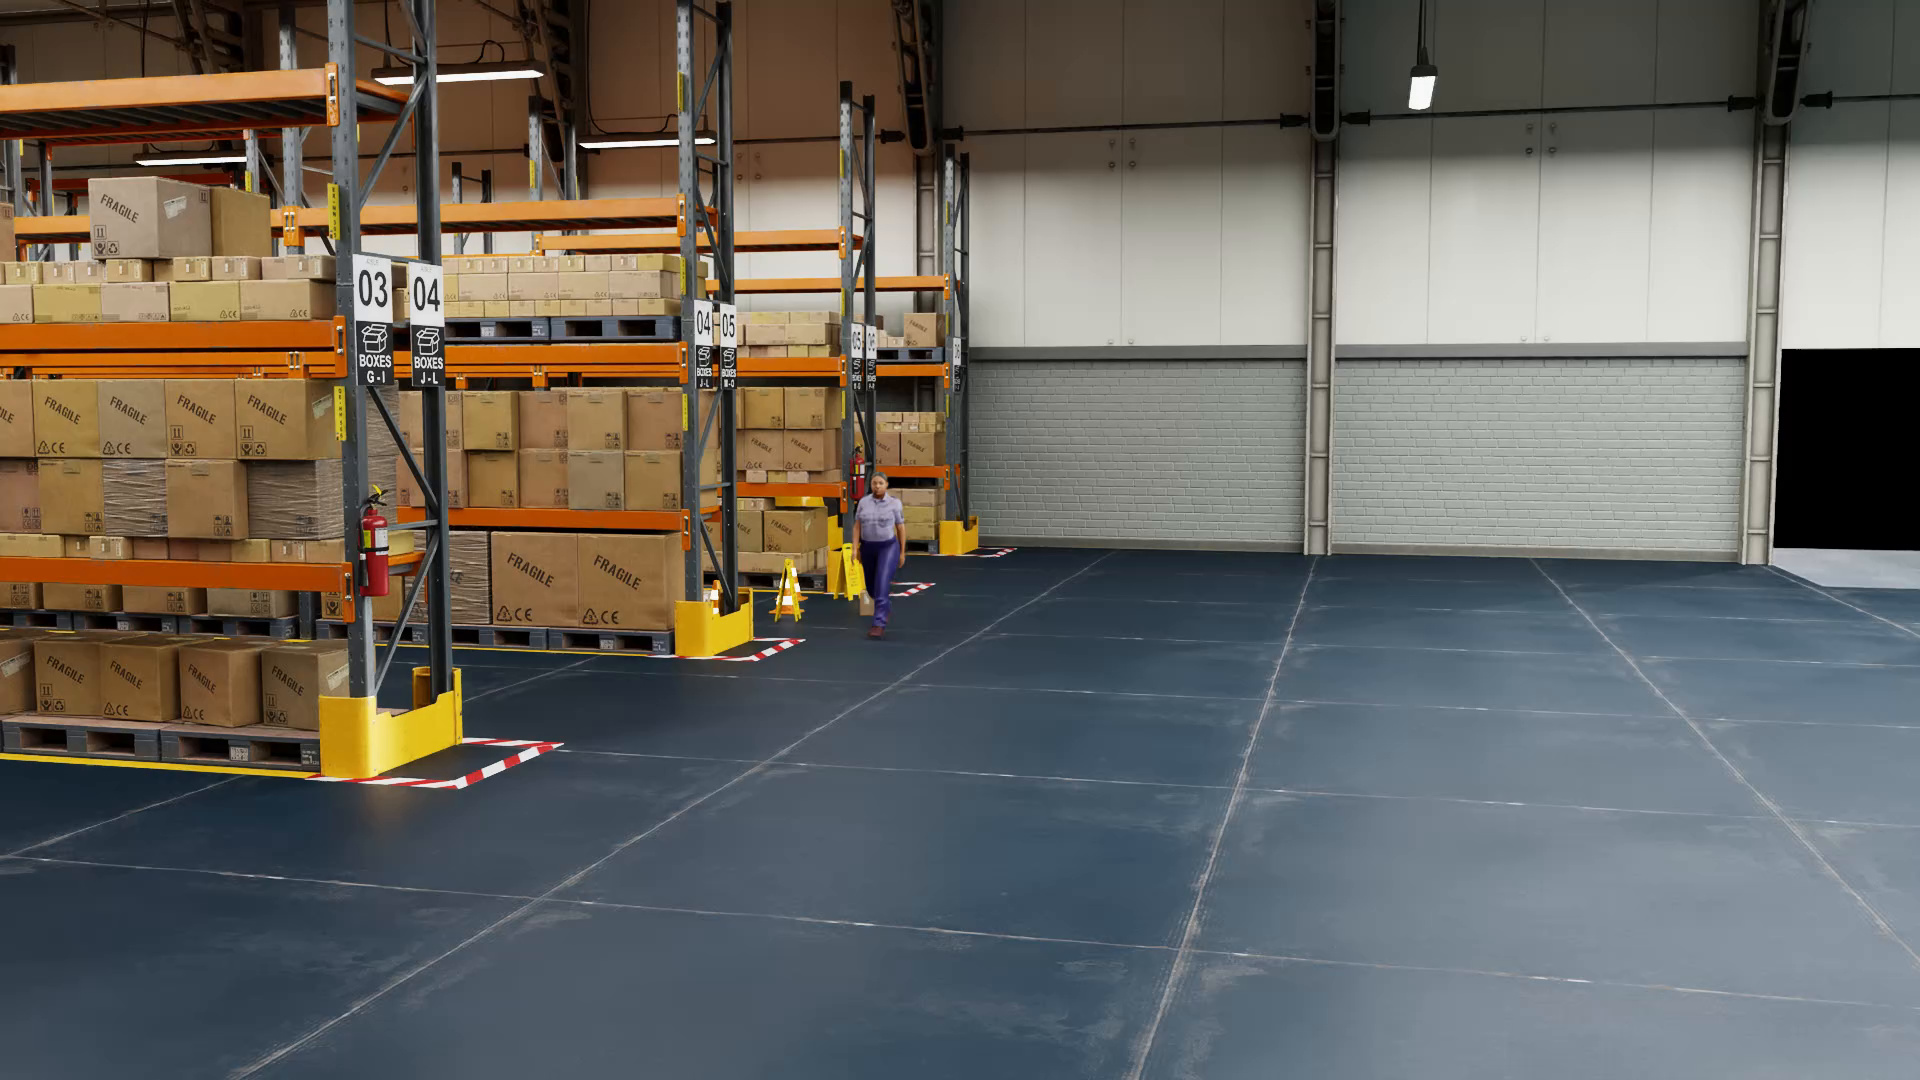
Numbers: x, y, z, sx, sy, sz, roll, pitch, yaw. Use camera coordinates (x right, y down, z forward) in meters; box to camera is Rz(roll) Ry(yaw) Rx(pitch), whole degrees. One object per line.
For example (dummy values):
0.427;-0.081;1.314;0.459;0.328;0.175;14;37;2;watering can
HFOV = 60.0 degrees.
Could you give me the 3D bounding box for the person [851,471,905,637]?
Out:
-0.789;0.110;16.349;0.486;1.588;1.044;2;5;19;person
